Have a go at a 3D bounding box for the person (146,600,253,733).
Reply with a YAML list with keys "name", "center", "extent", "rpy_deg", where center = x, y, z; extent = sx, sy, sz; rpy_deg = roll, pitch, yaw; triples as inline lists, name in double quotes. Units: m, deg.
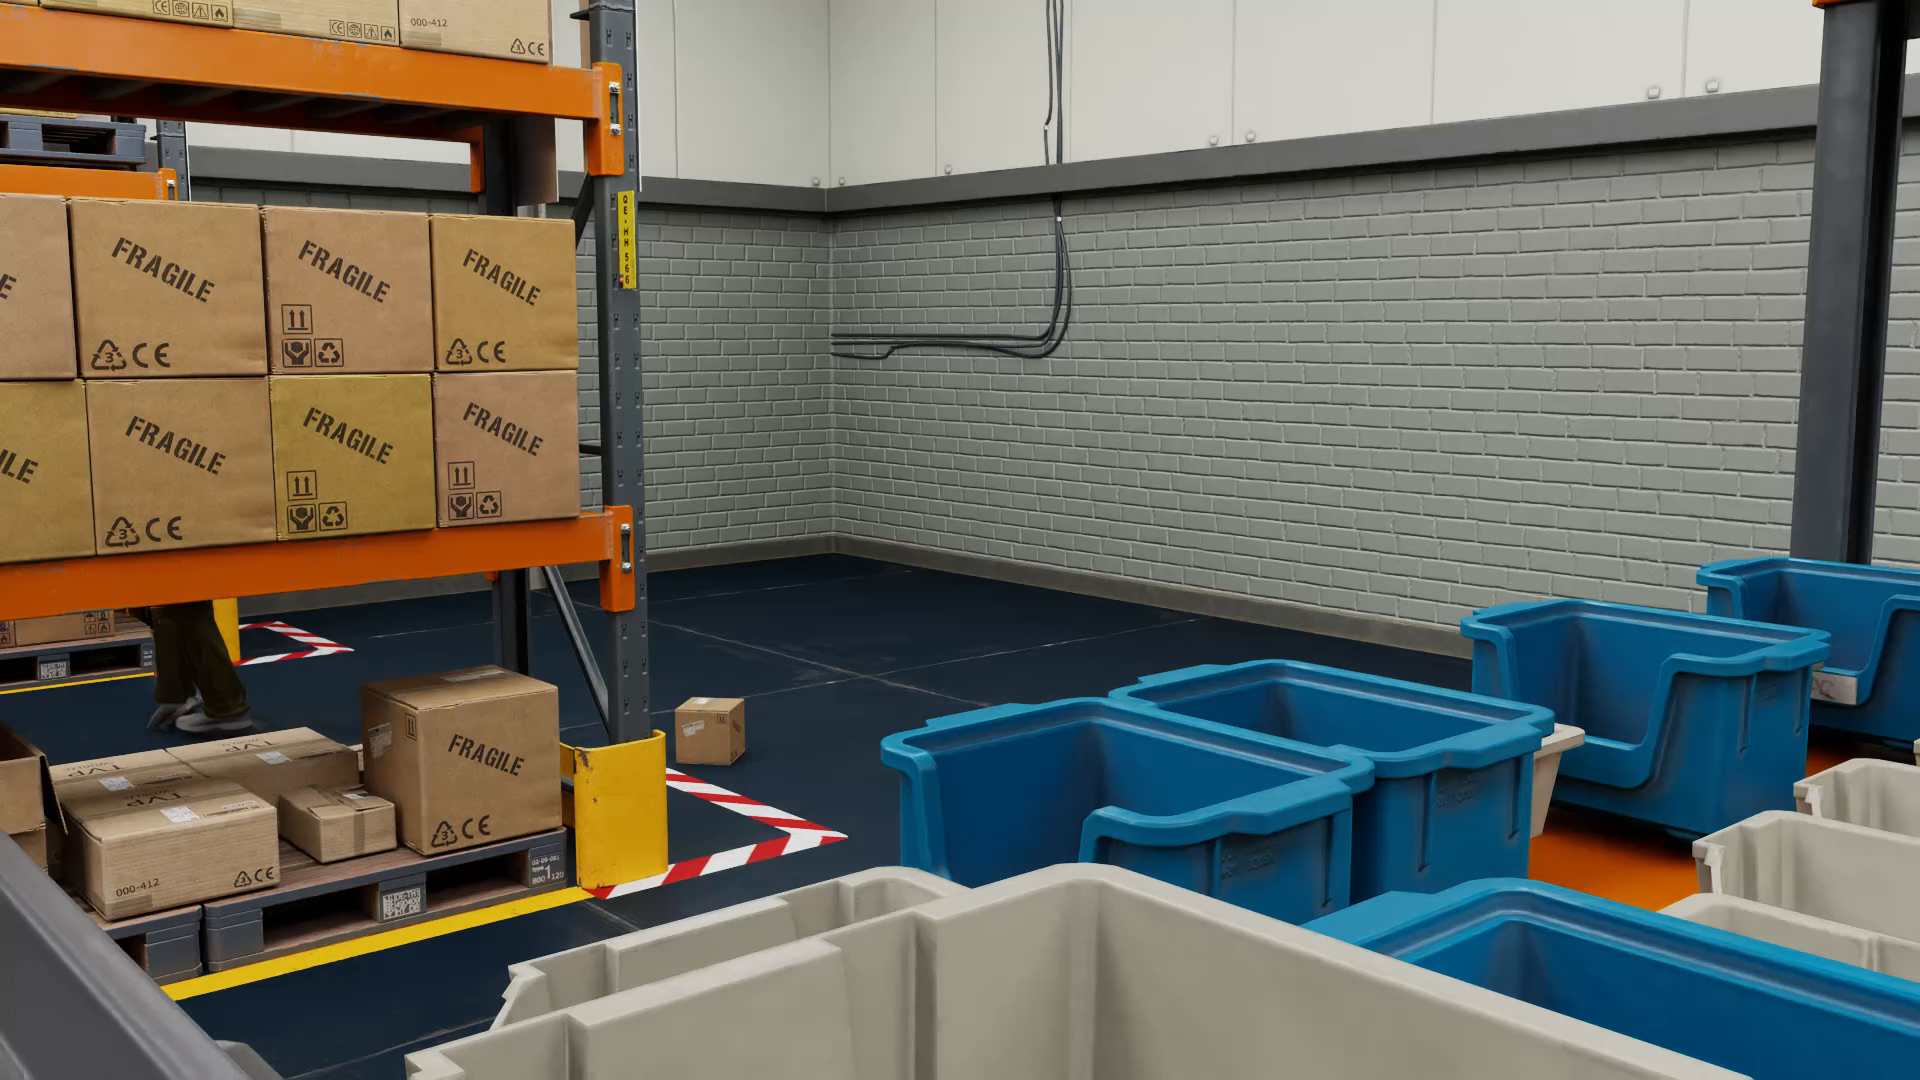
- name: "person"
  center: [-3.700, 0.075, 7.905]
  extent: [0.656, 1.850, 0.623]
  rpy_deg: [0, 7, 4]
